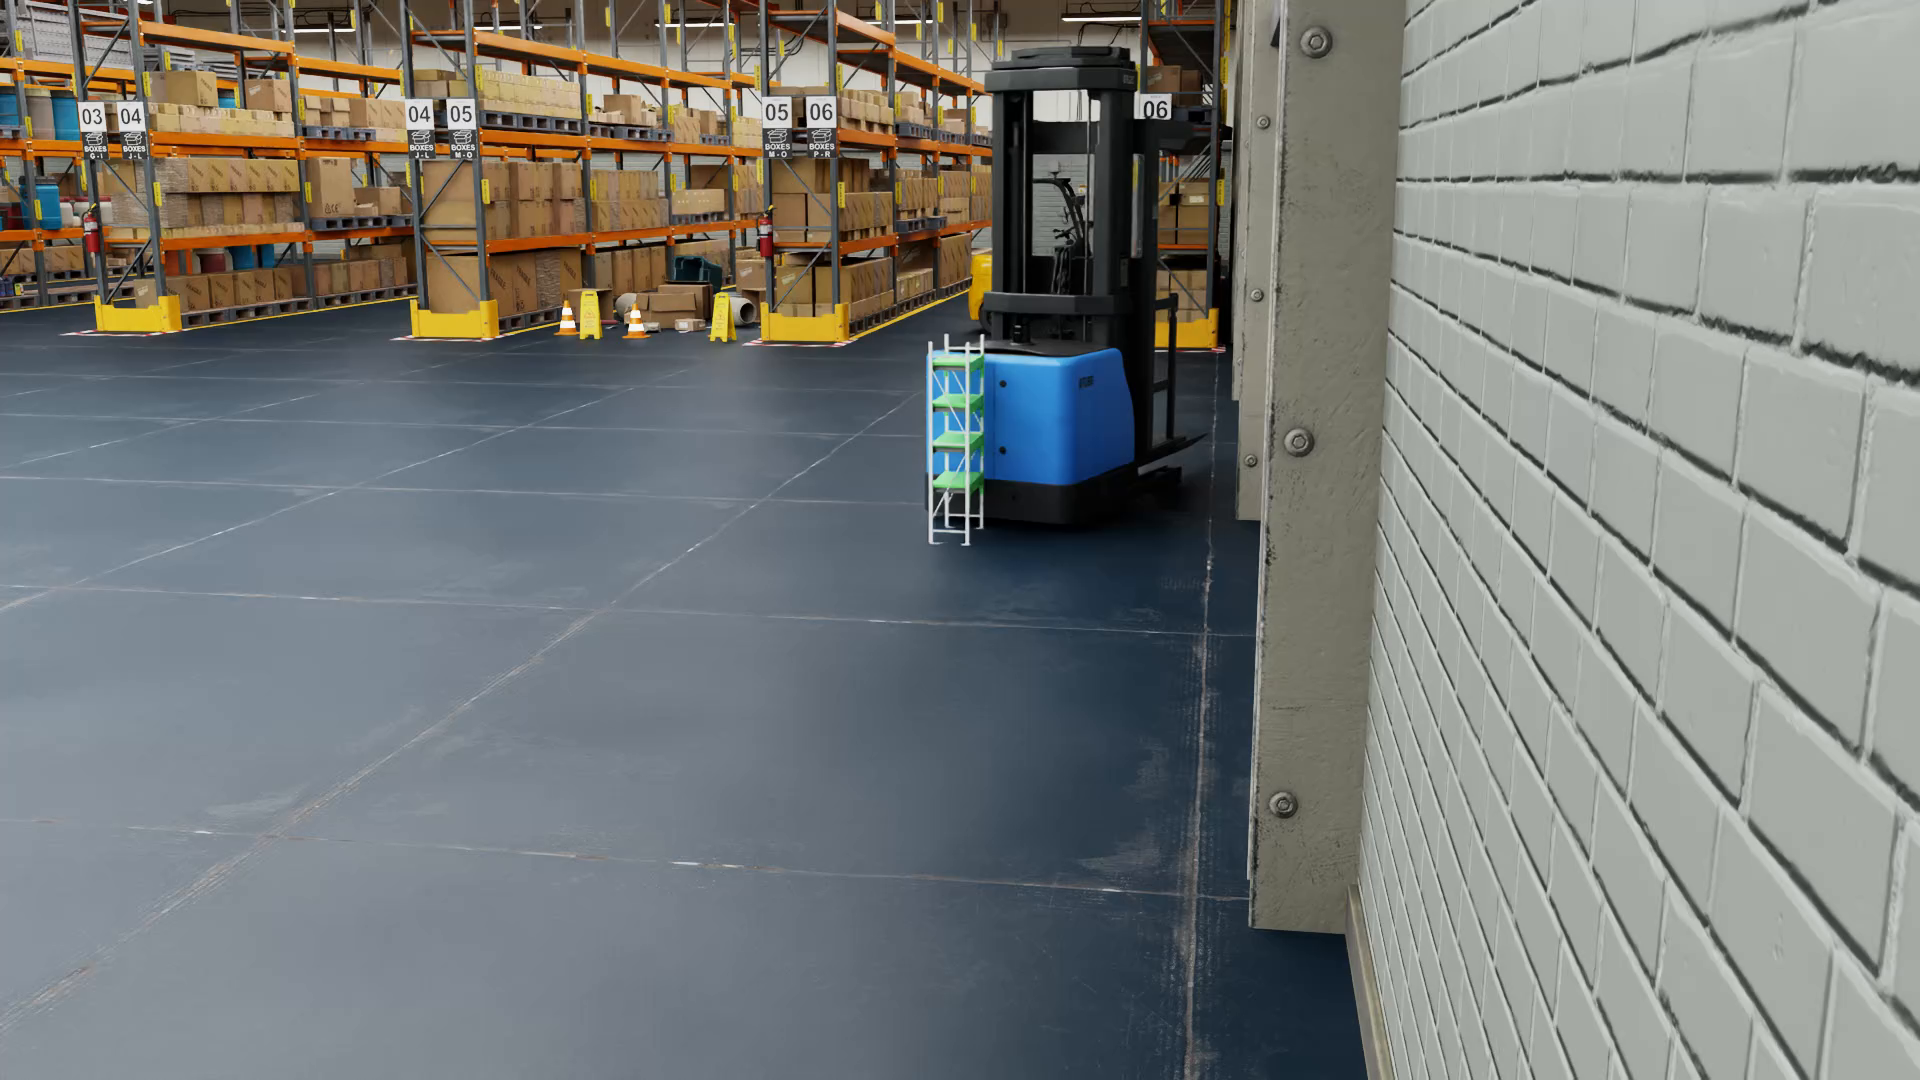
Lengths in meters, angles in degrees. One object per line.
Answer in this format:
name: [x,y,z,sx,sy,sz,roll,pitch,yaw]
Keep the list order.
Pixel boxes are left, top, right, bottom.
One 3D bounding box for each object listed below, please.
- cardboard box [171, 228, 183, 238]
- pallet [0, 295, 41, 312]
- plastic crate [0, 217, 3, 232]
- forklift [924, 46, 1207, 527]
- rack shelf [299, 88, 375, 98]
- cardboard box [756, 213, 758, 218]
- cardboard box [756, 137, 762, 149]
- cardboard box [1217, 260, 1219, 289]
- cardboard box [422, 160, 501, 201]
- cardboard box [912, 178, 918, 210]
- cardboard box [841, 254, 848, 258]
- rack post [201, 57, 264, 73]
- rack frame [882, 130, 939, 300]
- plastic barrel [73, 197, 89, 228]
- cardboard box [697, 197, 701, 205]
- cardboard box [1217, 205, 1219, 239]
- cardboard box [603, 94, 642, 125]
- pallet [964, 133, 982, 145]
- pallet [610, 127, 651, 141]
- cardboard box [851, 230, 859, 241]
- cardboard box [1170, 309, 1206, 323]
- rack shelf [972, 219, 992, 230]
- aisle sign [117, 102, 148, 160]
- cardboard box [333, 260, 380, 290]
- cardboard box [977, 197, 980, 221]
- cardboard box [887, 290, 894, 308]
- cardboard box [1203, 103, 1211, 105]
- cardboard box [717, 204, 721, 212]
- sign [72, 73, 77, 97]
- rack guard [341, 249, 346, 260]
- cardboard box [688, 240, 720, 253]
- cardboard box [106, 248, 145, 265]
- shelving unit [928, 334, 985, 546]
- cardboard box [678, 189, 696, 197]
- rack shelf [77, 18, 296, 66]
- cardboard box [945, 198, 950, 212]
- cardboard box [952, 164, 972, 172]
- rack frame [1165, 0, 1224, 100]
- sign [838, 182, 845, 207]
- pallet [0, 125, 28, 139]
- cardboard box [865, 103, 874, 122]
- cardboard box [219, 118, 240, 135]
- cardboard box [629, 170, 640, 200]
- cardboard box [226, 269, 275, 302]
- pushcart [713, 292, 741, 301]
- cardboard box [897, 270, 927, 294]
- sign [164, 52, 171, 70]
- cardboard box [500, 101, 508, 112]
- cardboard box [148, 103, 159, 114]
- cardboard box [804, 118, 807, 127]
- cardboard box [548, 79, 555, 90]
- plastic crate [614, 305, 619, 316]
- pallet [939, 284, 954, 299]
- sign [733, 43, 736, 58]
cardboard box: [-11.572,-4.476,24.240,0.380,0.149,0.250,2,12,9]
pallet: [-16.332,-3.987,27.995,1.003,0.211,1.213,2,12,9]
plastic crate: [-16.090,-5.177,27.249,0.499,0.251,0.616,2,12,9]
forklift: [0.898,-1.782,11.306,1.130,2.935,3.031,6,14,27]
rack shelf: [-14.650,-9.956,37.489,1.077,0.370,4.000,2,12,9]
cardboard box: [-4.643,-7.124,36.526,0.380,0.149,0.250,2,12,10]
cardboard box: [-4.594,-8.614,36.080,0.500,0.250,0.500,2,12,11]
cardboard box: [4.456,-4.844,30.285,0.500,0.500,0.500,2,12,9]
cardboard box: [-6.928,-4.991,23.115,0.875,0.550,0.550,2,12,9]
cardboard box: [-0.980,-5.702,27.392,0.500,0.500,0.500,2,12,8]
cardboard box: [-1.938,-4.414,25.566,0.380,0.149,0.250,2,12,9]
rack post: [-15.118,-9.876,34.638,0.937,0.300,0.954,2,12,8]
rack frame: [-0.886,-5.840,29.973,1.000,3.000,0.127,2,12,9]
plastic barrel: [-15.711,-5.900,29.929,0.433,0.535,0.433,0,12,0]
cardboard box: [-5.286,-6.626,32.512,0.380,0.149,0.250,2,12,11]
cardboard box: [3.453,-4.584,23.907,0.500,0.500,0.500,2,12,7]
cardboard box: [-5.784,-7.378,28.517,0.500,0.500,0.500,2,12,9]
pallet: [-0.135,-8.266,34.318,1.003,0.211,1.213,2,12,9]
pallet: [-6.009,-6.985,28.613,1.003,0.211,1.213,2,12,11]
cardboard box: [-1.630,-4.273,23.297,0.380,0.149,0.250,2,12,10]
cardboard box: [3.057,-2.972,22.193,0.500,0.250,0.500,2,12,9]
rack shelf: [0.036,-6.738,35.844,1.077,0.370,4.000,2,12,9]
aisle sign: [-11.622,-5.744,23.356,0.394,0.787,0.004,2,12,9]
cardboard box: [-10.915,-4.780,29.943,0.700,0.500,0.500,3,13,13]
cardboard box: [0.141,-6.916,34.725,0.500,0.500,0.500,2,12,9]
cardboard box: [-1.327,-3.737,25.743,0.500,0.250,0.500,2,12,11]
cardboard box: [4.647,-8.336,32.108,0.396,0.266,0.258,2,12,9]
cardboard box: [-5.083,-6.751,33.801,0.380,0.149,0.250,2,12,9]
sign: [-12.454,-6.417,23.429,0.100,0.325,0.005,2,12,9]
rack guard: [-14.351,-6.771,40.223,1.175,0.500,0.348,2,12,9]
cardboard box: [-5.135,-5.892,33.371,0.500,0.250,0.500,2,12,11]
cardboard box: [-19.567,-6.702,38.851,0.797,0.503,0.637,2,12,9]
shelving unit: [-0.018,-0.607,9.961,0.258,1.200,0.503,2,12,10]
cardboard box: [-5.330,-6.716,32.226,0.380,0.149,0.250,2,12,10]
rack shelf: [-11.601,-7.492,25.111,1.077,0.370,4.000,2,12,9]
cardboard box: [-0.484,-6.216,30.887,0.500,0.250,0.500,2,12,10]
cardboard box: [0.034,-7.585,33.918,0.380,0.149,0.250,2,12,8]
rack frame: [4.019,-8.613,28.598,1.000,3.000,0.127,2,12,9]
sign: [-1.581,-4.580,22.073,0.100,0.325,0.005,2,12,9]
pallet: [-16.202,-6.710,27.336,1.213,0.211,1.003,2,12,9]
cardboard box: [-1.536,-6.128,23.839,0.500,0.250,0.500,2,12,10]
cardboard box: [-11.351,-6.300,25.342,0.500,0.250,0.500,2,12,10]
cardboard box: [-6.025,-6.212,29.087,0.700,0.500,0.500,2,12,8]
cardboard box: [-11.475,-4.110,26.883,0.500,0.500,0.500,6,14,27]
pushcart: [-3.762,-3.789,26.680,1.648,0.377,0.936,-2,12,-11]
cardboard box: [-1.089,-4.490,28.947,0.950,0.372,0.625,2,12,8]
sign: [-15.028,-9.080,31.533,0.100,0.325,0.005,2,12,9]
cardboard box: [-6.576,-6.078,23.319,0.380,0.149,0.250,2,12,9]
cardboard box: [-11.638,-6.134,23.624,0.380,0.149,0.250,2,12,8]
cardboard box: [-2.258,-5.709,22.839,0.380,0.149,0.250,2,12,10]
cardboard box: [-6.304,-6.837,24.947,0.380,0.149,0.250,2,12,9]
plastic crate: [-5.140,-3.722,26.681,0.450,0.188,0.662,-3,8,40]
pallet: [-0.691,-4.639,31.017,1.003,0.211,1.213,2,12,9]
sign: [-5.099,-11.090,37.690,0.100,0.325,0.005,2,12,9]
